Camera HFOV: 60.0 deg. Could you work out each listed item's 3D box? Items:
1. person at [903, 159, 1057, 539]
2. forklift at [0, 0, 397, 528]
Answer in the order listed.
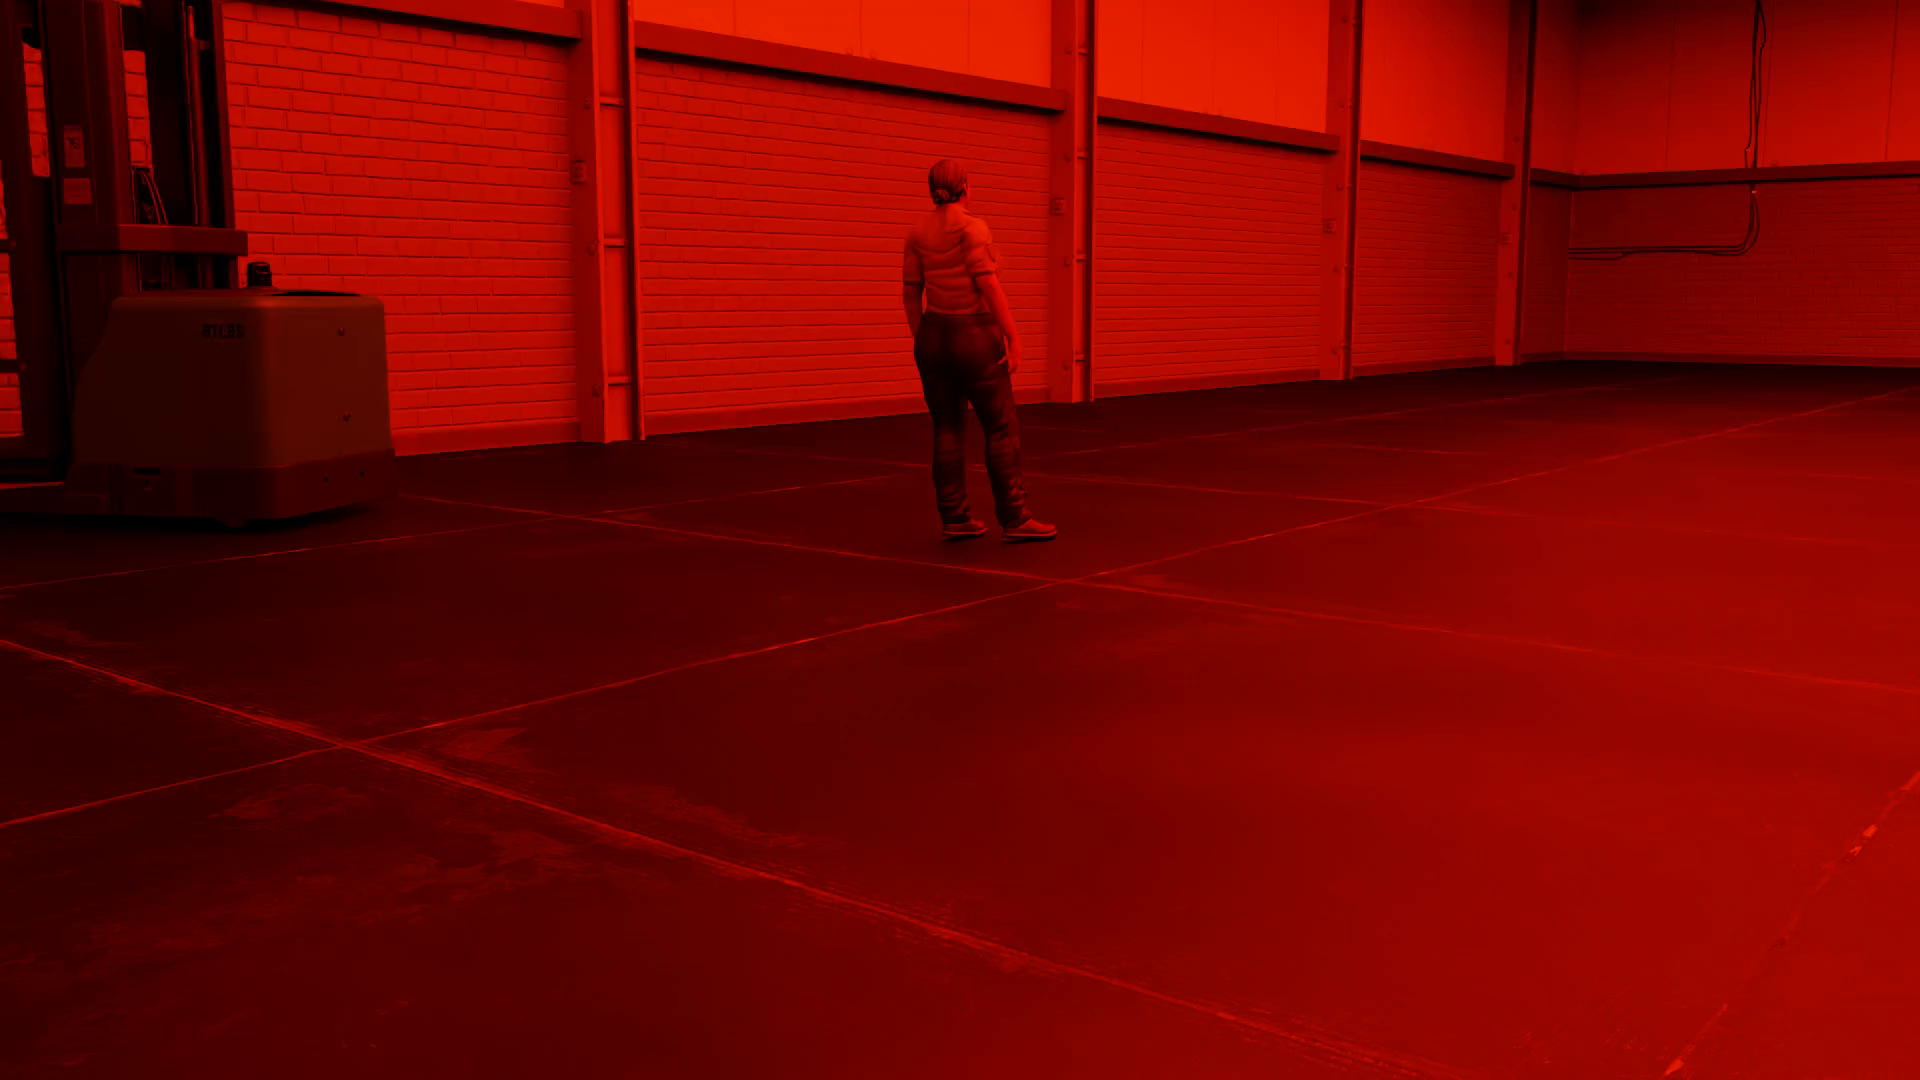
[{"bbox_3d":[0.074,-0.831,7.339,0.598,1.651,0.503,7,11,38],"label":"person"},{"bbox_3d":[-4.440,-1.593,8.165,3.031,2.935,1.130,2,9,13],"label":"forklift"}]
